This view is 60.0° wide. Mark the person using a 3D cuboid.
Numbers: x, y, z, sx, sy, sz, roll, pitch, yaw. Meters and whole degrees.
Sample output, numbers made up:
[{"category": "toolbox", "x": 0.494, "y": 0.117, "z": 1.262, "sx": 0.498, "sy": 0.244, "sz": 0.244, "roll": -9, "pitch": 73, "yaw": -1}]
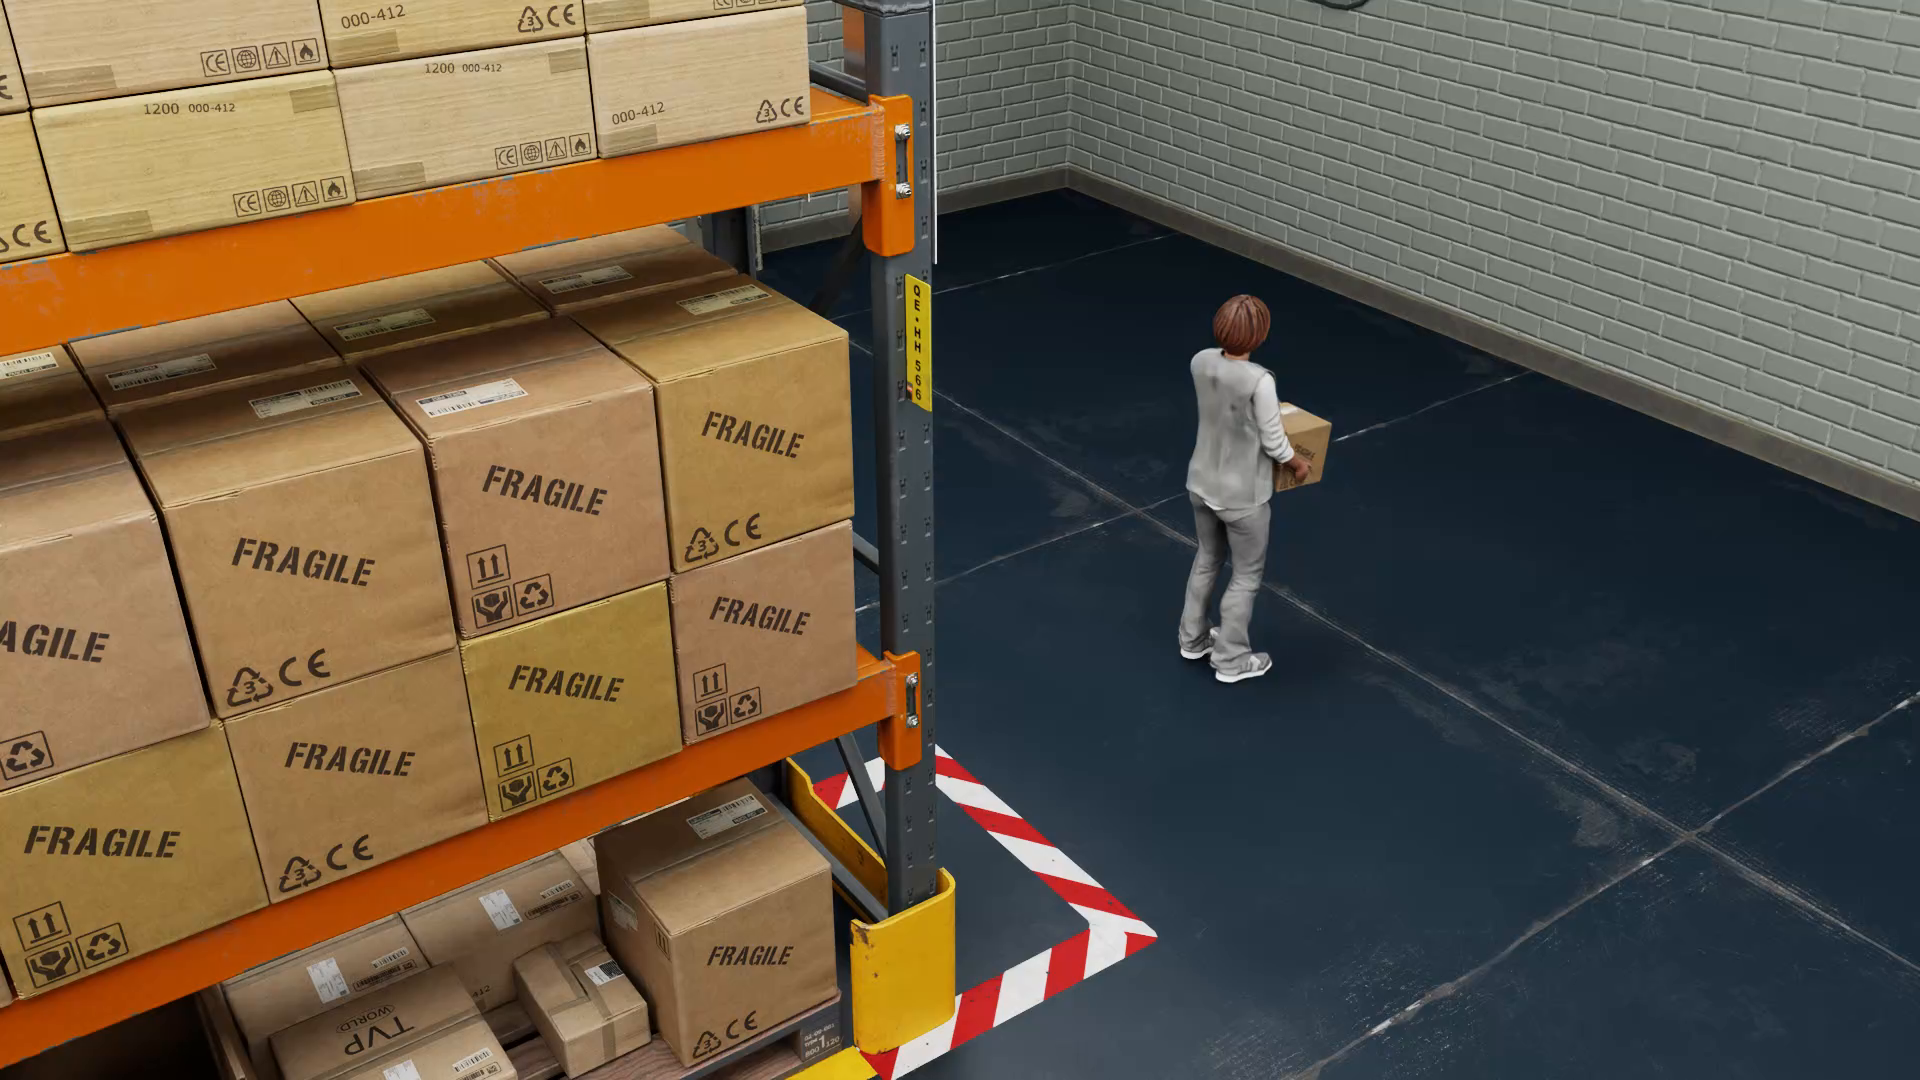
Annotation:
[{"category": "person", "x": 1.116, "y": -0.216, "z": 6.516, "sx": 0.471, "sy": 1.602, "sz": 0.438, "roll": -19, "pitch": 34, "yaw": -31}]
